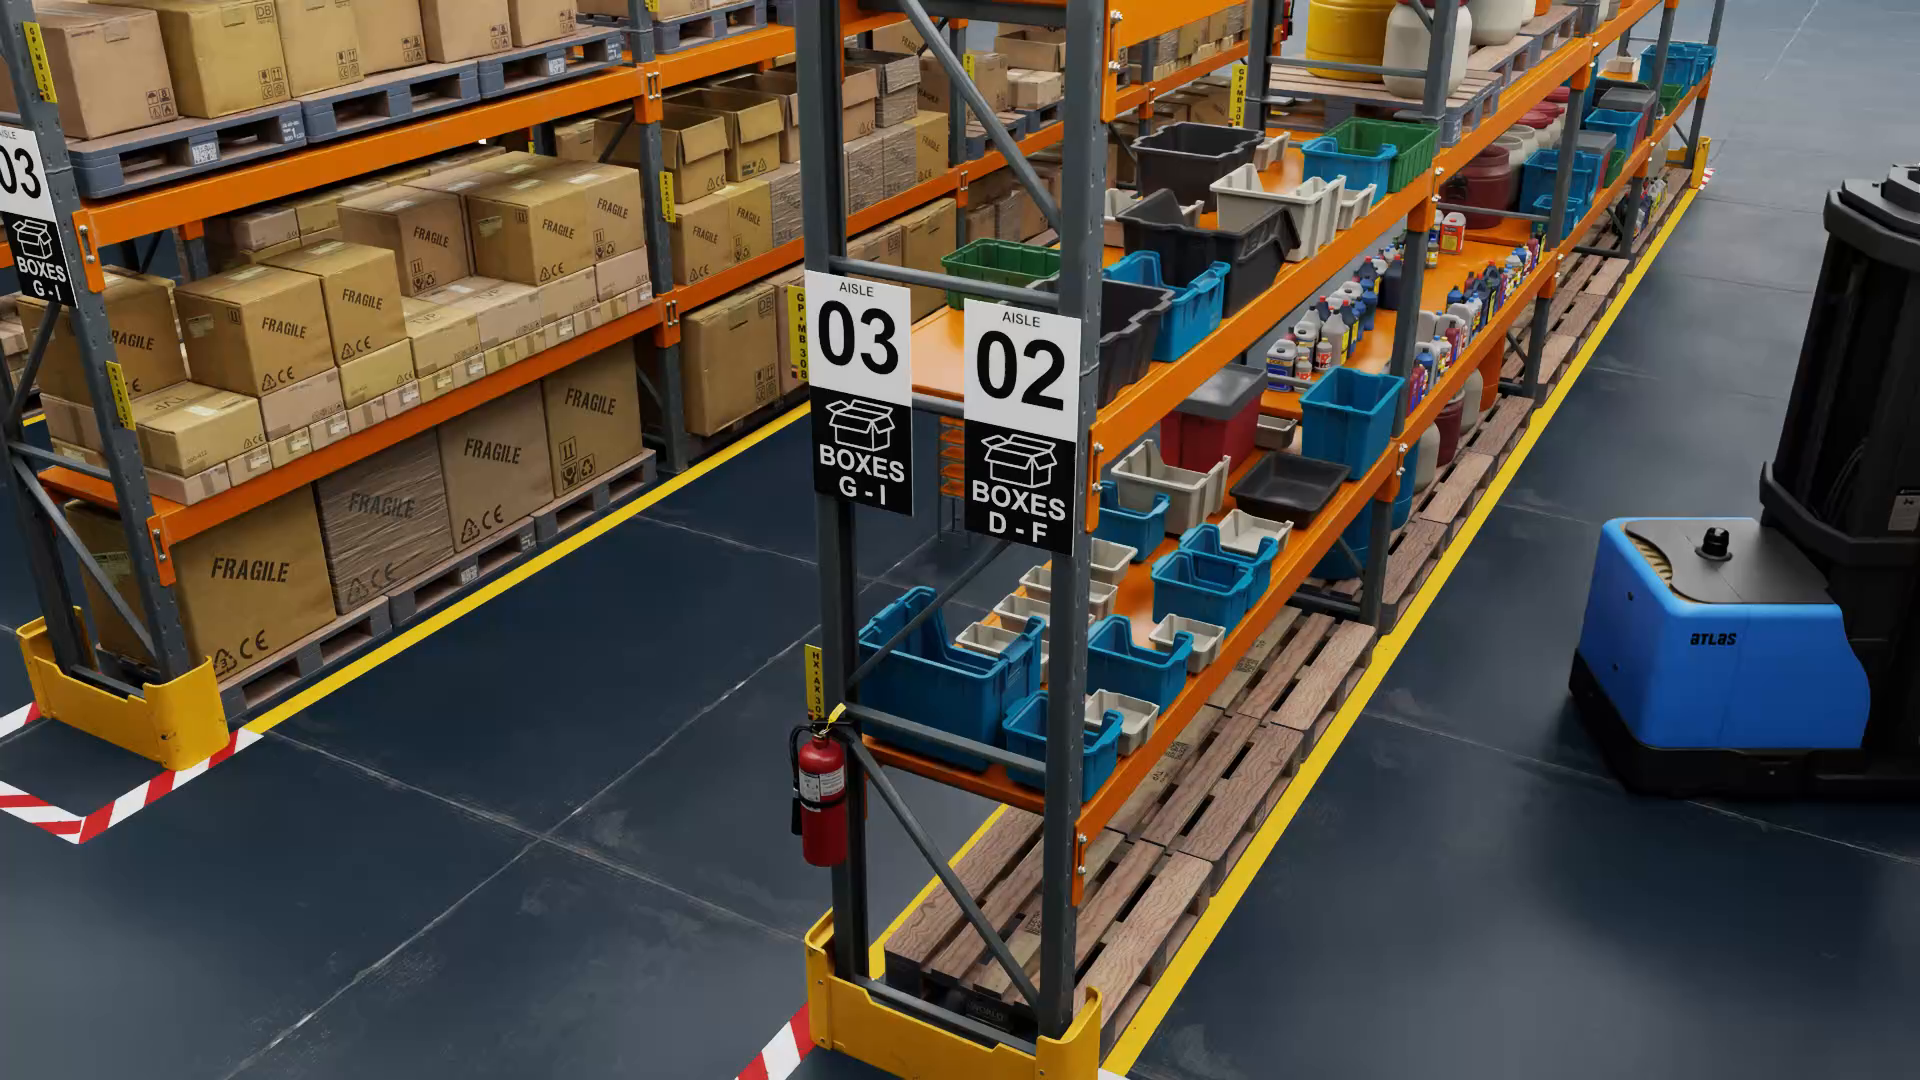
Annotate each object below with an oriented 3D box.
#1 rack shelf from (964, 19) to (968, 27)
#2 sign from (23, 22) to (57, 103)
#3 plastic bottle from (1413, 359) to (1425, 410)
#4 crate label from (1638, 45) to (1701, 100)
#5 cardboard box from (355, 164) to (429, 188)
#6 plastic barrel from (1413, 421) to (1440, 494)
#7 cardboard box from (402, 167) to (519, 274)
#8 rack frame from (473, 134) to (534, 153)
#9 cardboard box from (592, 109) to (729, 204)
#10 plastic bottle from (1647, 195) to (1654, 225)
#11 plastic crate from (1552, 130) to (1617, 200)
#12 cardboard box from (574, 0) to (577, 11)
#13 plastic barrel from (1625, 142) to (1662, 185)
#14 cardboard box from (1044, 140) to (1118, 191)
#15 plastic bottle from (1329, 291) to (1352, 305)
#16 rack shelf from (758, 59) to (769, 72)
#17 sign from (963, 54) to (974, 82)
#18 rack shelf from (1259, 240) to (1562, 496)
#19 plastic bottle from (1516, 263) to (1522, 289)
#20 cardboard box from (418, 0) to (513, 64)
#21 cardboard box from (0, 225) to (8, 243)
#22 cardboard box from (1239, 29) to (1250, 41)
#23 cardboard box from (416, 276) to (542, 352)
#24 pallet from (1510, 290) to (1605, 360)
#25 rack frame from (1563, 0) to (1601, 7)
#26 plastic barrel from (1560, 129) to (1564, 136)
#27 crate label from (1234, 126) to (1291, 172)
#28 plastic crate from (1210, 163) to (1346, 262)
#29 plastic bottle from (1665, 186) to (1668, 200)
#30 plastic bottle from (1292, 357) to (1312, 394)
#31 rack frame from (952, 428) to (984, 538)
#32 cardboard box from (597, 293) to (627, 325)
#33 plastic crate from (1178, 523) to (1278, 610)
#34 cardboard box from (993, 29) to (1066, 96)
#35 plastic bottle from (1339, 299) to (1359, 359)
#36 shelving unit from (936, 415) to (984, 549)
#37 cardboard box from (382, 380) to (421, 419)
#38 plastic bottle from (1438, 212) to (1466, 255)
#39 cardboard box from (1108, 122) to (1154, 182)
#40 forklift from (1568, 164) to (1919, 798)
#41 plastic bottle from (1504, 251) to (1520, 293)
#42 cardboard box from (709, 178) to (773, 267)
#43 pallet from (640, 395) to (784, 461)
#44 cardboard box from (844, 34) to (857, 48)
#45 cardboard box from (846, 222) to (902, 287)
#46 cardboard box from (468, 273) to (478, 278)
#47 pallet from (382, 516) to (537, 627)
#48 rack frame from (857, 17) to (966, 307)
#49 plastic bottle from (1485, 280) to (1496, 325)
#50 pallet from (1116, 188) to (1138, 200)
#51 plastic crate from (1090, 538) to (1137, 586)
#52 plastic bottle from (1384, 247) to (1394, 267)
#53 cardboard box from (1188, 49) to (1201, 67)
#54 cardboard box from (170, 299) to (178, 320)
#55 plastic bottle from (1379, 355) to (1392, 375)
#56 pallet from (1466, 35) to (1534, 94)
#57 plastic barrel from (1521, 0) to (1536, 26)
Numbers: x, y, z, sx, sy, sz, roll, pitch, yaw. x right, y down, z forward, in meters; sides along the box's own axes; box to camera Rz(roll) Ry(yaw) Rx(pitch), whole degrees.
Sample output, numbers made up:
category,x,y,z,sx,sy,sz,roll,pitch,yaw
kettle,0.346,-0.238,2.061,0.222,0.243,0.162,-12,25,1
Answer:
category,x,y,z,sx,sy,sz,roll,pitch,yaw
rack shelf,0.570,-5.282,15.403,1.077,0.370,4.000,14,30,26
sign,-3.870,-2.008,6.994,0.100,0.325,0.005,14,30,26
plastic bottle,2.548,-0.882,9.291,0.061,0.283,0.133,14,30,26
crate label,7.163,-4.749,16.846,0.502,0.435,0.616,14,30,26
cardboard box,-5.294,-3.302,15.480,0.500,0.250,0.500,15,30,27
plastic barrel,2.917,-0.593,10.894,0.421,0.512,0.421,0,27,0
cardboard box,-3.089,-2.004,10.401,0.500,0.500,0.500,14,30,26
rack frame,-4.683,-4.614,16.617,1.000,3.000,0.127,14,30,26
cardboard box,-2.075,-2.668,11.496,0.797,0.503,0.637,13,30,25
plastic bottle,6.834,-3.285,16.504,0.061,0.283,0.133,16,31,28
plastic crate,4.959,-2.983,13.287,0.402,0.464,0.583,14,30,26
cardboard box,-4.206,-5.476,17.110,0.700,0.500,0.500,14,30,25
plastic barrel,7.330,-4.116,17.932,0.421,0.512,0.421,0,27,0
cardboard box,1.233,-3.886,17.463,0.700,0.500,0.500,12,29,22
plastic bottle,2.337,-1.394,10.322,0.152,0.276,0.135,14,30,26
rack shelf,-3.699,-5.072,18.335,1.077,0.370,4.000,14,30,26
sign,0.071,-3.879,13.855,0.100,0.325,0.005,14,30,26
rack shelf,2.914,-1.291,10.781,1.077,0.370,4.000,14,30,26
plastic bottle,3.741,-1.807,11.230,0.097,0.201,0.097,0,27,0
cardboard box,-2.983,-3.015,9.379,0.700,0.500,0.500,16,31,29
cardboard box,-7.230,-2.270,12.214,0.380,0.149,0.250,14,30,25
cardboard box,3.223,-6.031,19.729,0.380,0.149,0.250,14,30,26
cardboard box,-2.874,-1.359,9.948,0.500,0.250,0.500,15,30,27
pallet,4.914,-1.912,14.334,1.003,0.211,1.213,14,30,26
rack frame,3.898,-5.075,10.835,1.000,3.000,0.127,14,30,26
plastic barrel,5.081,-3.407,14.360,0.301,0.262,0.301,0,27,0
crate label,1.438,-1.929,8.197,0.293,0.136,0.466,14,30,26
plastic crate,1.321,-1.358,6.894,0.437,0.282,0.530,14,30,26
plastic bottle,7.312,-3.643,17.311,0.097,0.201,0.097,0,27,0
plastic bottle,1.960,-0.949,9.516,0.097,0.201,0.097,0,27,0
rack frame,0.052,-0.578,10.564,0.240,1.200,0.006,14,30,26
cardboard box,-2.373,-1.520,10.716,0.380,0.149,0.250,15,30,27
plastic crate,1.166,0.120,7.279,0.416,0.233,0.300,14,30,26
cardboard box,0.781,-4.580,15.963,0.797,0.503,0.637,18,32,31
plastic bottle,2.314,-1.282,10.014,0.144,0.351,0.185,14,30,26
shelving unit,0.007,-0.542,10.493,0.258,1.200,0.189,14,30,26
cardboard box,-3.257,-0.820,9.317,0.380,0.149,0.250,14,30,26
plastic bottle,3.536,-2.206,11.944,0.152,0.276,0.135,14,30,26
cardboard box,1.785,-4.259,18.230,0.500,0.500,0.500,13,29,25
forklift,4.806,-0.255,7.984,3.031,2.935,1.130,0,27,0
plastic bottle,3.693,-1.800,11.139,0.097,0.271,0.097,0,27,0
cardboard box,-1.692,-2.289,11.860,0.500,0.500,0.500,14,30,26
pallet,-2.068,-0.994,12.500,1.003,0.211,1.213,14,30,26
cardboard box,-1.905,-5.993,21.275,0.875,0.875,0.875,14,30,26
cardboard box,-1.217,-2.110,13.519,1.225,0.875,0.875,14,30,26
cardboard box,-3.090,-1.672,10.574,0.500,0.250,0.500,14,30,26
pallet,-3.423,0.080,10.355,1.003,0.211,1.213,14,30,26
rack frame,-0.414,-3.483,14.356,1.000,3.000,0.127,14,30,26
plastic bottle,3.352,-1.519,10.563,0.061,0.283,0.133,14,30,26
pallet,1.172,-3.491,17.488,1.003,0.211,1.213,14,30,26
plastic crate,0.606,0.116,7.395,0.298,0.136,0.250,14,30,26
plastic bottle,2.868,-1.838,11.214,0.097,0.271,0.097,0,27,0
cardboard box,2.428,-5.333,18.333,0.380,0.149,0.250,14,30,26
cardboard box,-6.529,-1.909,13.595,0.380,0.149,0.250,15,30,27
plastic bottle,2.405,-0.893,9.237,0.144,0.351,0.185,14,30,26
pallet,2.786,-2.860,9.972,1.003,0.211,1.213,14,30,26
plastic barrel,3.498,-3.409,10.544,0.301,0.262,0.301,0,27,0
